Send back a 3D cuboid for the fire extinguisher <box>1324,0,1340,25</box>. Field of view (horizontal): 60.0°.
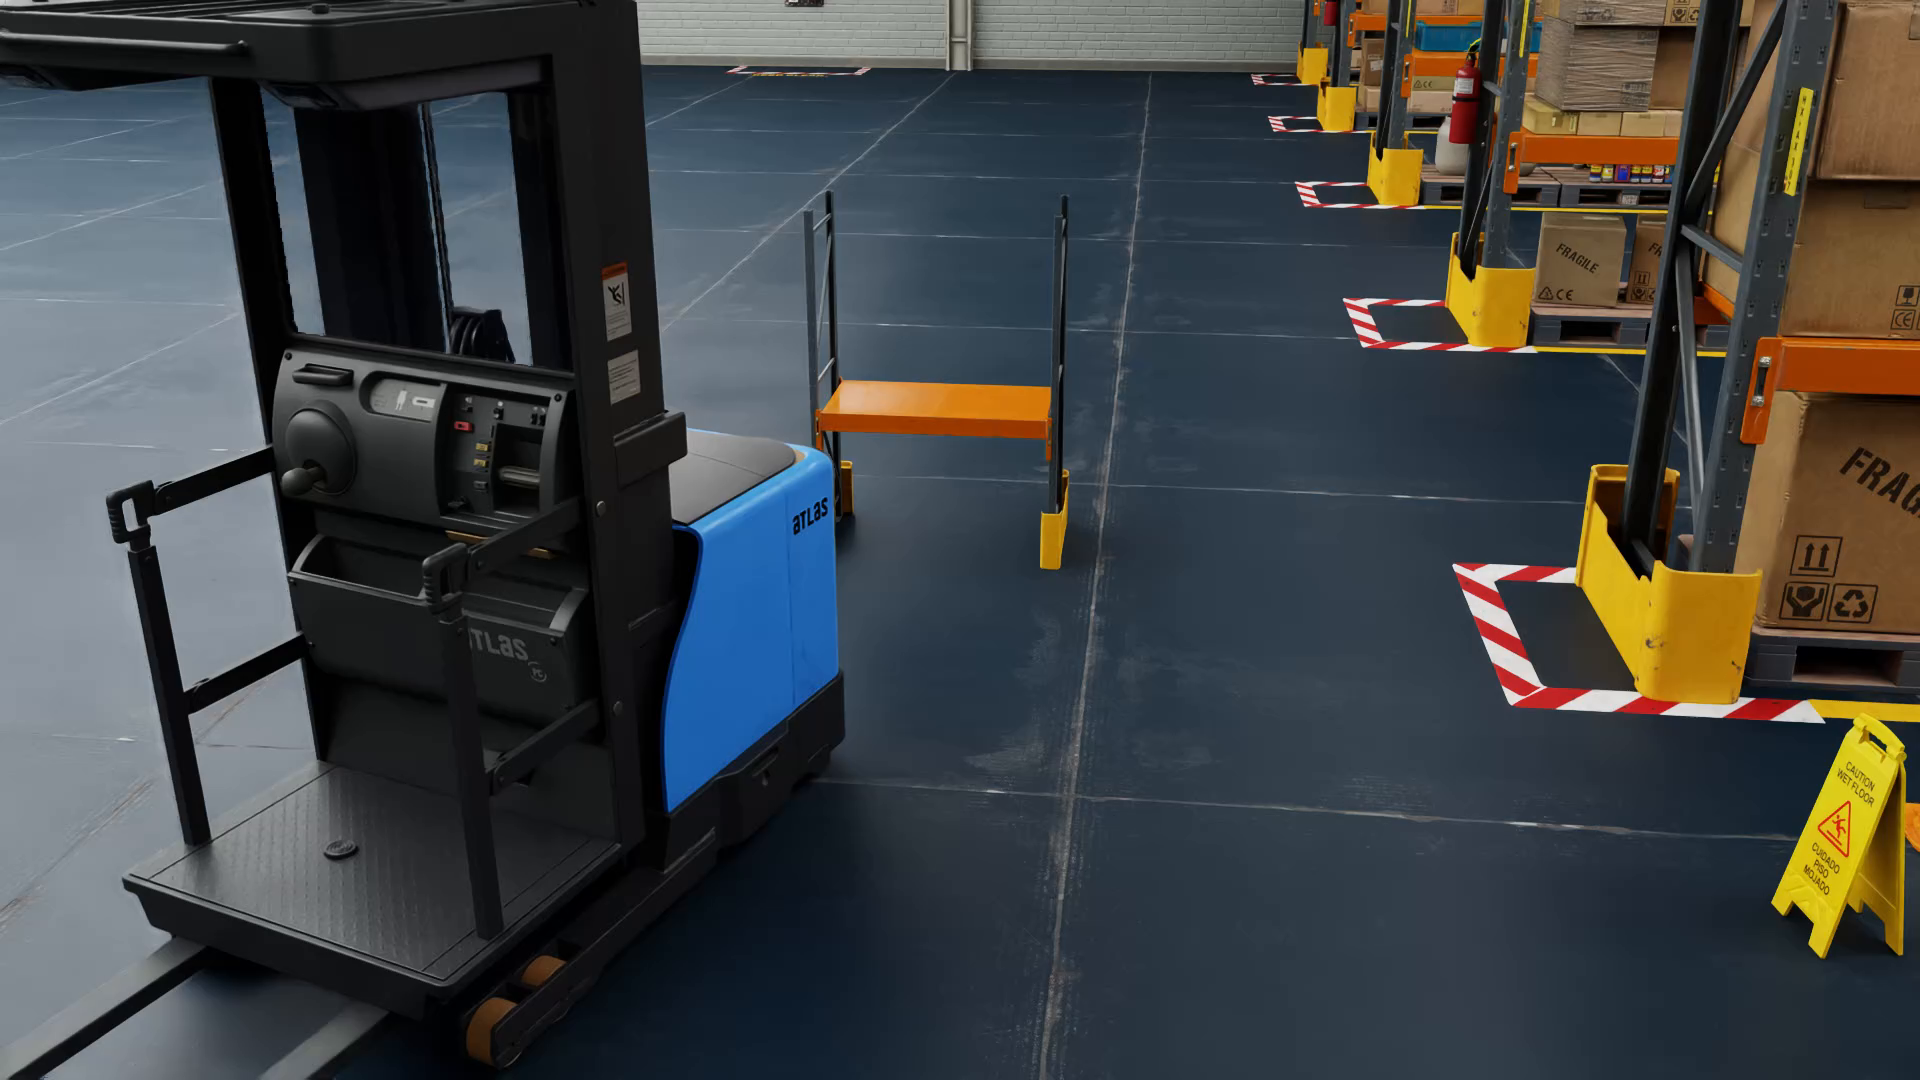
[{"bbox_3d":[4.513,-6.585,20.120,0.183,0.674,0.296,2,22,6],"label":"fire extinguisher"}]

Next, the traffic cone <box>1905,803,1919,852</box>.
[{"bbox_3d":[3.082,0.699,5.044,0.334,0.463,0.336,2,22,6],"label":"traffic cone"}]

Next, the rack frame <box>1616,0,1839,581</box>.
[{"bbox_3d":[2.722,-1.023,5.947,0.127,3.000,1.000,2,22,6],"label":"rack frame"}]

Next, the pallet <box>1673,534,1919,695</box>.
[{"bbox_3d":[3.525,0.280,6.444,1.213,0.211,1.003,2,22,6],"label":"pallet"}]

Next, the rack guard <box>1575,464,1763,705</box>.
[{"bbox_3d":[2.698,0.139,6.409,0.348,0.500,1.175,2,22,6],"label":"rack guard"}]

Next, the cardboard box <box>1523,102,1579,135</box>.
[{"bbox_3d":[3.661,-2.613,10.311,0.250,0.149,0.380,2,22,6],"label":"cardboard box"}]

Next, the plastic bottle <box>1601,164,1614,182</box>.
[{"bbox_3d":[5.855,-3.344,15.026,0.097,0.201,0.097,0,22,0],"label":"plastic bottle"}]

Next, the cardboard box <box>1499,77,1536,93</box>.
[{"bbox_3d":[6.571,-5.541,19.524,0.500,0.500,0.500,2,22,6],"label":"cardboard box"}]

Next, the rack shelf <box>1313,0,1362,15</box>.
[{"bbox_3d":[7.141,-7.834,24.153,4.000,0.370,1.077,2,22,6],"label":"rack shelf"}]

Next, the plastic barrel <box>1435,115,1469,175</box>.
[{"bbox_3d":[4.651,-3.675,15.469,0.421,0.512,0.421,0,22,0],"label":"plastic barrel"}]

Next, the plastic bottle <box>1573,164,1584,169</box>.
[{"bbox_3d":[5.864,-3.621,15.728,0.097,0.201,0.097,0,22,0],"label":"plastic bottle"}]

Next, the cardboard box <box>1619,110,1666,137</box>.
[{"bbox_3d":[4.153,-2.579,10.225,0.250,0.149,0.380,2,22,6],"label":"cardboard box"}]

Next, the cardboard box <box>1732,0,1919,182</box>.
[{"bbox_3d":[3.086,-1.564,5.644,0.550,0.550,0.875,2,22,6],"label":"cardboard box"}]

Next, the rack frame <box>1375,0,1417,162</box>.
[{"bbox_3d":[3.989,-4.638,15.090,0.127,3.000,1.000,2,22,6],"label":"rack frame"}]

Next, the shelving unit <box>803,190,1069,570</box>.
[{"bbox_3d":[-0.076,-0.701,7.172,1.083,1.500,0.587,2,22,6],"label":"shelving unit"}]

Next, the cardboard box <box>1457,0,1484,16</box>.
[{"bbox_3d":[6.052,-6.423,19.470,0.500,0.500,0.700,3,22,7],"label":"cardboard box"}]

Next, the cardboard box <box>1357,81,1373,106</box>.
[{"bbox_3d":[5.143,-5.447,20.307,0.500,0.250,0.500,2,22,6],"label":"cardboard box"}]

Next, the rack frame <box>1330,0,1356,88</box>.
[{"bbox_3d":[4.576,-6.446,19.664,0.127,3.000,1.000,2,22,6],"label":"rack frame"}]

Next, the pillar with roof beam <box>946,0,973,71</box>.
[{"bbox_3d":[-0.513,-10.018,20.540,0.400,9.000,9.100,2,22,6],"label":"pillar with roof beam"}]

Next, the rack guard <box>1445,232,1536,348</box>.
[{"bbox_3d":[3.481,-1.663,10.967,0.348,0.500,1.175,2,22,6],"label":"rack guard"}]

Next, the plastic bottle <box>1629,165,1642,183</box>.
[{"bbox_3d":[6.093,-3.366,14.987,0.097,0.271,0.097,0,22,0],"label":"plastic bottle"}]

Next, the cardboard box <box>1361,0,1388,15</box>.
[{"bbox_3d":[5.038,-6.467,19.583,0.500,0.500,0.700,3,22,6],"label":"cardboard box"}]

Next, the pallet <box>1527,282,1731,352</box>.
[{"bbox_3d":[4.284,-1.481,10.899,1.213,0.211,1.003,2,22,6],"label":"pallet"}]

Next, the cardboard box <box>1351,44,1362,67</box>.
[{"bbox_3d":[5.831,-7.146,24.494,0.500,0.311,0.500,0,22,0],"label":"cardboard box"}]

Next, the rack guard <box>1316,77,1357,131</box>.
[{"bbox_3d":[4.552,-5.284,20.126,0.348,0.500,1.175,2,22,6],"label":"rack guard"}]

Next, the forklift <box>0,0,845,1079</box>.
[{"bbox_3d":[-1.473,-0.238,4.054,1.130,2.935,3.031,10,24,24],"label":"forklift"}]

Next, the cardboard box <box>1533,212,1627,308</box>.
[{"bbox_3d":[4.024,-1.829,10.815,0.500,0.500,0.500,7,23,16],"label":"cardboard box"}]

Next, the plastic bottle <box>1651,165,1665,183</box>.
[{"bbox_3d":[6.291,-3.325,14.978,0.097,0.201,0.097,0,22,0],"label":"plastic bottle"}]

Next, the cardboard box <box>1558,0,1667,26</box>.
[{"bbox_3d":[3.920,-3.356,9.947,0.500,0.500,0.500,2,22,6],"label":"cardboard box"}]

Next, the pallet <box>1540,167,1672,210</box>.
[{"bbox_3d":[6.084,-3.264,15.408,1.213,0.211,1.003,2,22,6],"label":"pallet"}]

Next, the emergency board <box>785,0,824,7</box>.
[{"bbox_3d":[-2.456,-8.921,25.924,0.643,1.169,0.194,2,22,6],"label":"emergency board"}]

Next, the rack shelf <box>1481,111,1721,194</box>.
[{"bbox_3d":[5.392,-2.408,10.429,4.000,0.370,1.077,2,22,6],"label":"rack shelf"}]

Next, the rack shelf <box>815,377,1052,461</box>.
[{"bbox_3d":[-0.085,-0.534,7.240,1.000,0.185,0.538,2,22,6],"label":"rack shelf"}]

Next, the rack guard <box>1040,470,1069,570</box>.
[{"bbox_3d":[0.419,-0.098,7.348,0.087,0.250,0.587,2,22,6],"label":"rack guard"}]

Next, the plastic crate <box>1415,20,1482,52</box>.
[{"bbox_3d":[4.521,-4.656,15.339,0.616,0.251,0.499,2,22,6],"label":"plastic crate"}]

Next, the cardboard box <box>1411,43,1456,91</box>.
[{"bbox_3d":[5.579,-5.586,19.638,0.500,0.500,0.500,2,22,6],"label":"cardboard box"}]

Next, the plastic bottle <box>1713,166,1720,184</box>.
[{"bbox_3d":[6.776,-3.382,14.919,0.185,0.351,0.144,2,22,6],"label":"plastic bottle"}]

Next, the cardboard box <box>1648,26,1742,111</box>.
[{"bbox_3d":[4.460,-3.002,10.414,0.500,0.500,0.875,2,22,6],"label":"cardboard box"}]

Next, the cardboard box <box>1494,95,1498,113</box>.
[{"bbox_3d":[6.075,-5.216,19.722,0.500,0.250,0.500,2,22,6],"label":"cardboard box"}]

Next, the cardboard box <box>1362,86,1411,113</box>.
[{"bbox_3d":[5.082,-5.258,19.828,0.500,0.250,0.500,2,22,6],"label":"cardboard box"}]

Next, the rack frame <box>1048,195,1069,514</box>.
[{"bbox_3d":[0.420,-0.679,7.118,0.032,1.500,0.500,2,22,6],"label":"rack frame"}]

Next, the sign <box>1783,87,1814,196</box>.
[{"bbox_3d":[2.651,-1.260,5.261,0.005,0.325,0.100,2,22,6],"label":"sign"}]

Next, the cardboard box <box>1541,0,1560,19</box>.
[{"bbox_3d":[3.981,-3.545,10.427,0.500,0.500,0.500,2,22,6],"label":"cardboard box"}]
